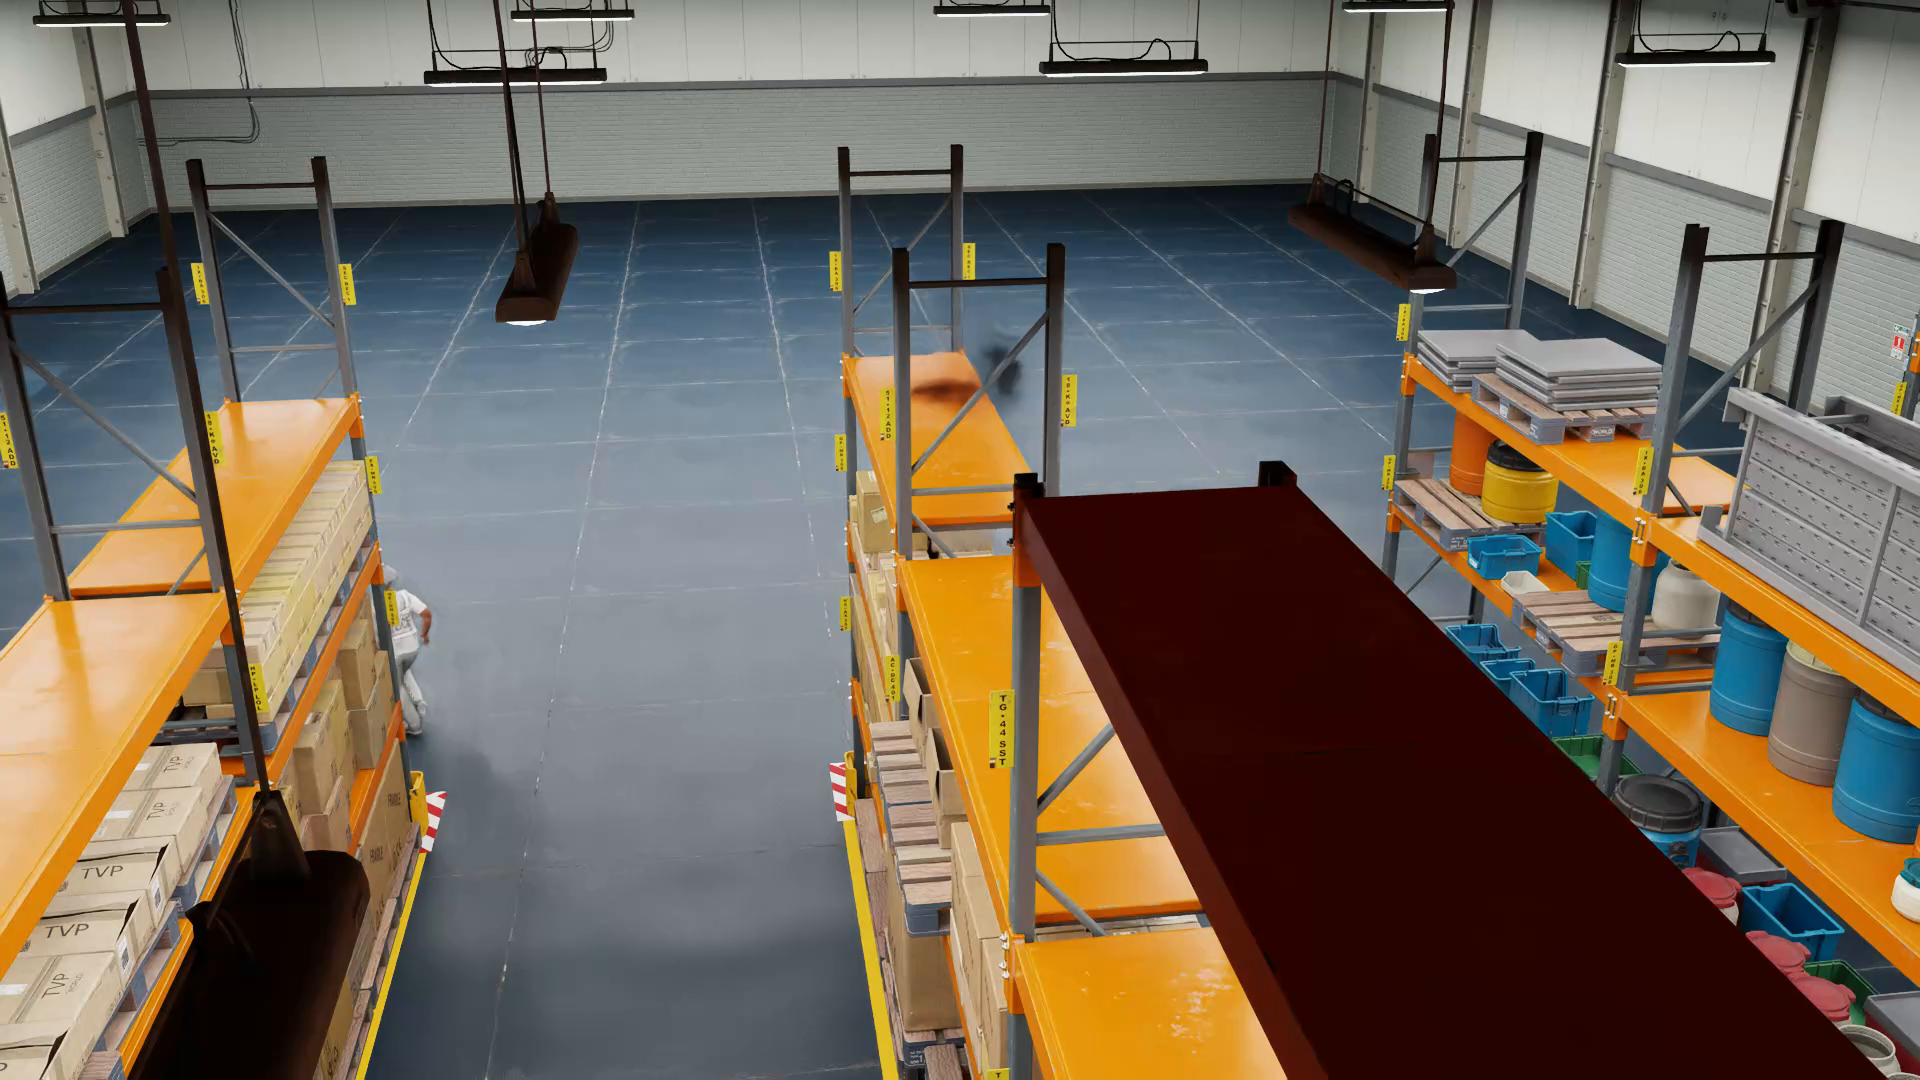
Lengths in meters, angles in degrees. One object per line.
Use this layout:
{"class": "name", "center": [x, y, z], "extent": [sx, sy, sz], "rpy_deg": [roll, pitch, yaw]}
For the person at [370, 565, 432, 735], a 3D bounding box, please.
{"class": "person", "center": [-5.647, 1.061, 16.579], "extent": [0.730, 1.739, 0.641], "rpy_deg": [19, 28, 39]}
